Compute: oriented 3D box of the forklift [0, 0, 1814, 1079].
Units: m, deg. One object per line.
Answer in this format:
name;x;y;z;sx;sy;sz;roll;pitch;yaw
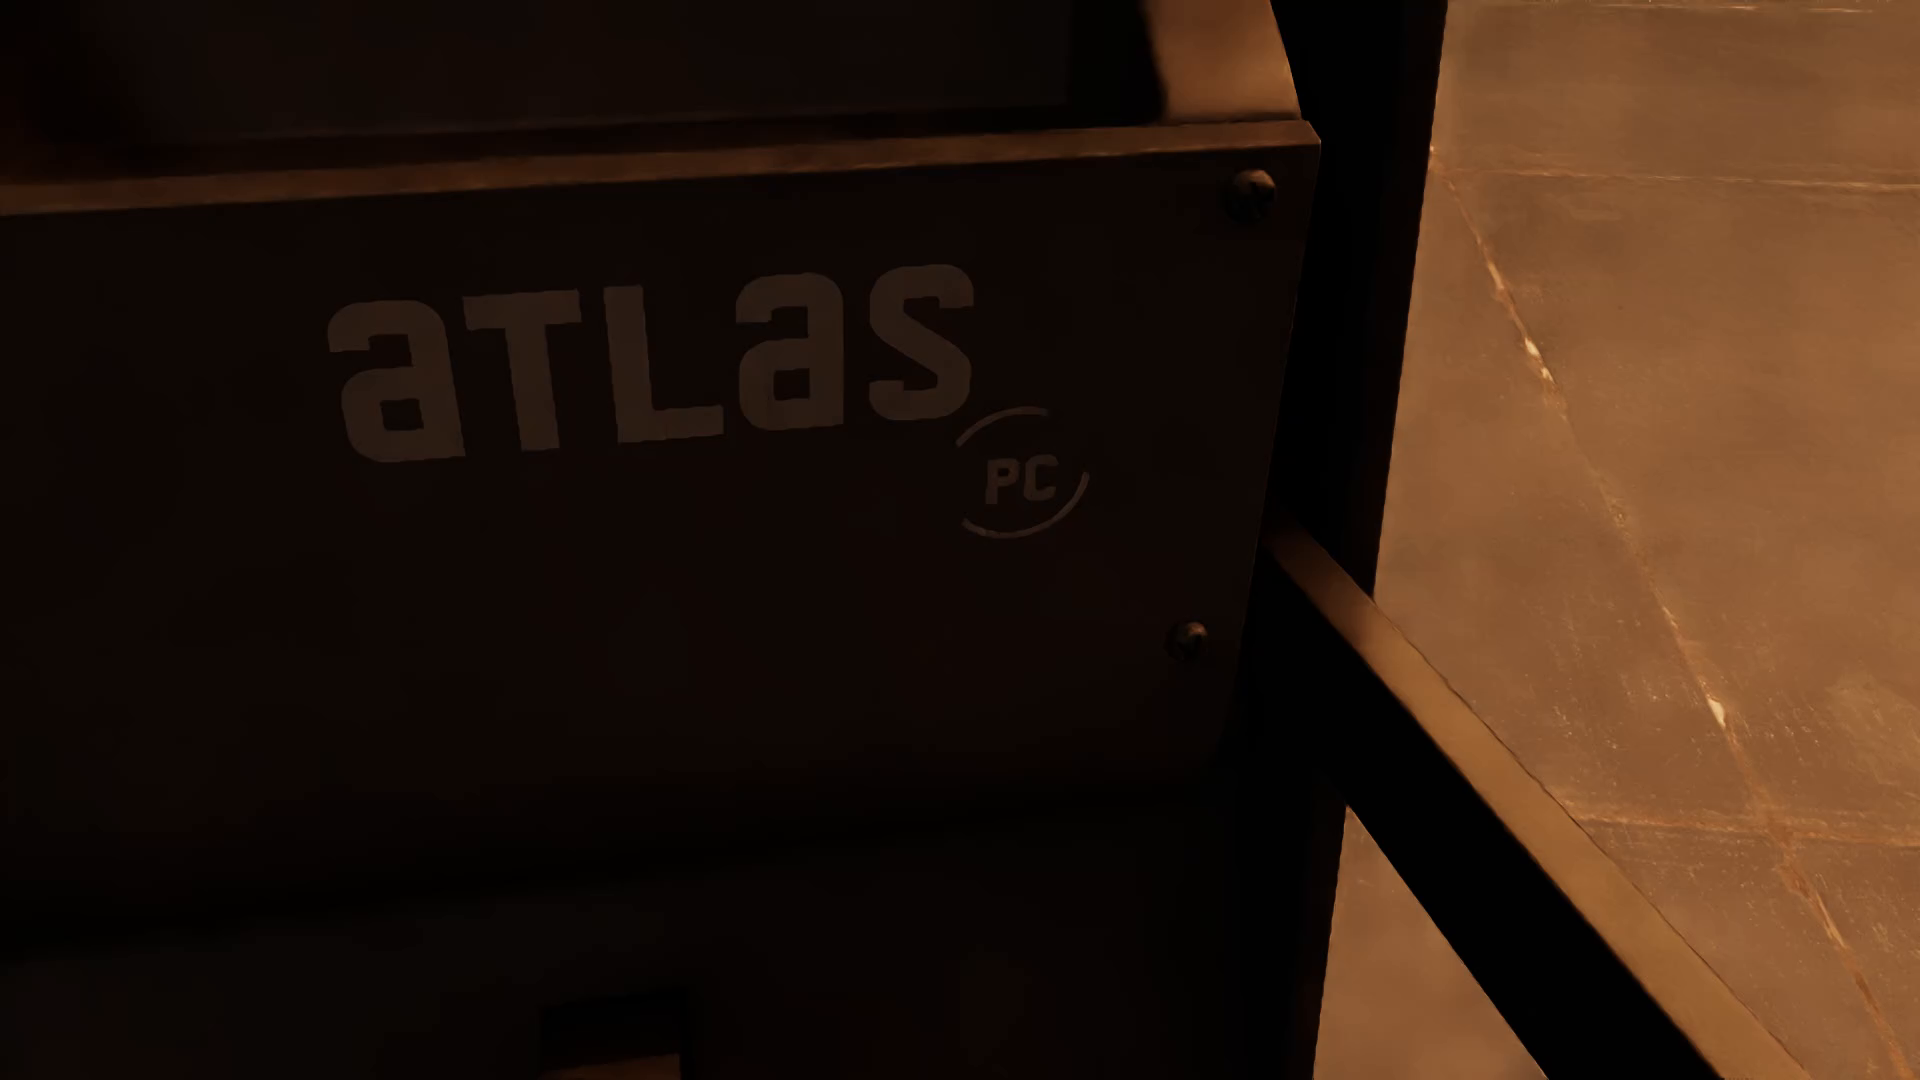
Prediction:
forklift;-0.294;-0.473;0.164;1.130;2.935;3.031;-6;27;-11
